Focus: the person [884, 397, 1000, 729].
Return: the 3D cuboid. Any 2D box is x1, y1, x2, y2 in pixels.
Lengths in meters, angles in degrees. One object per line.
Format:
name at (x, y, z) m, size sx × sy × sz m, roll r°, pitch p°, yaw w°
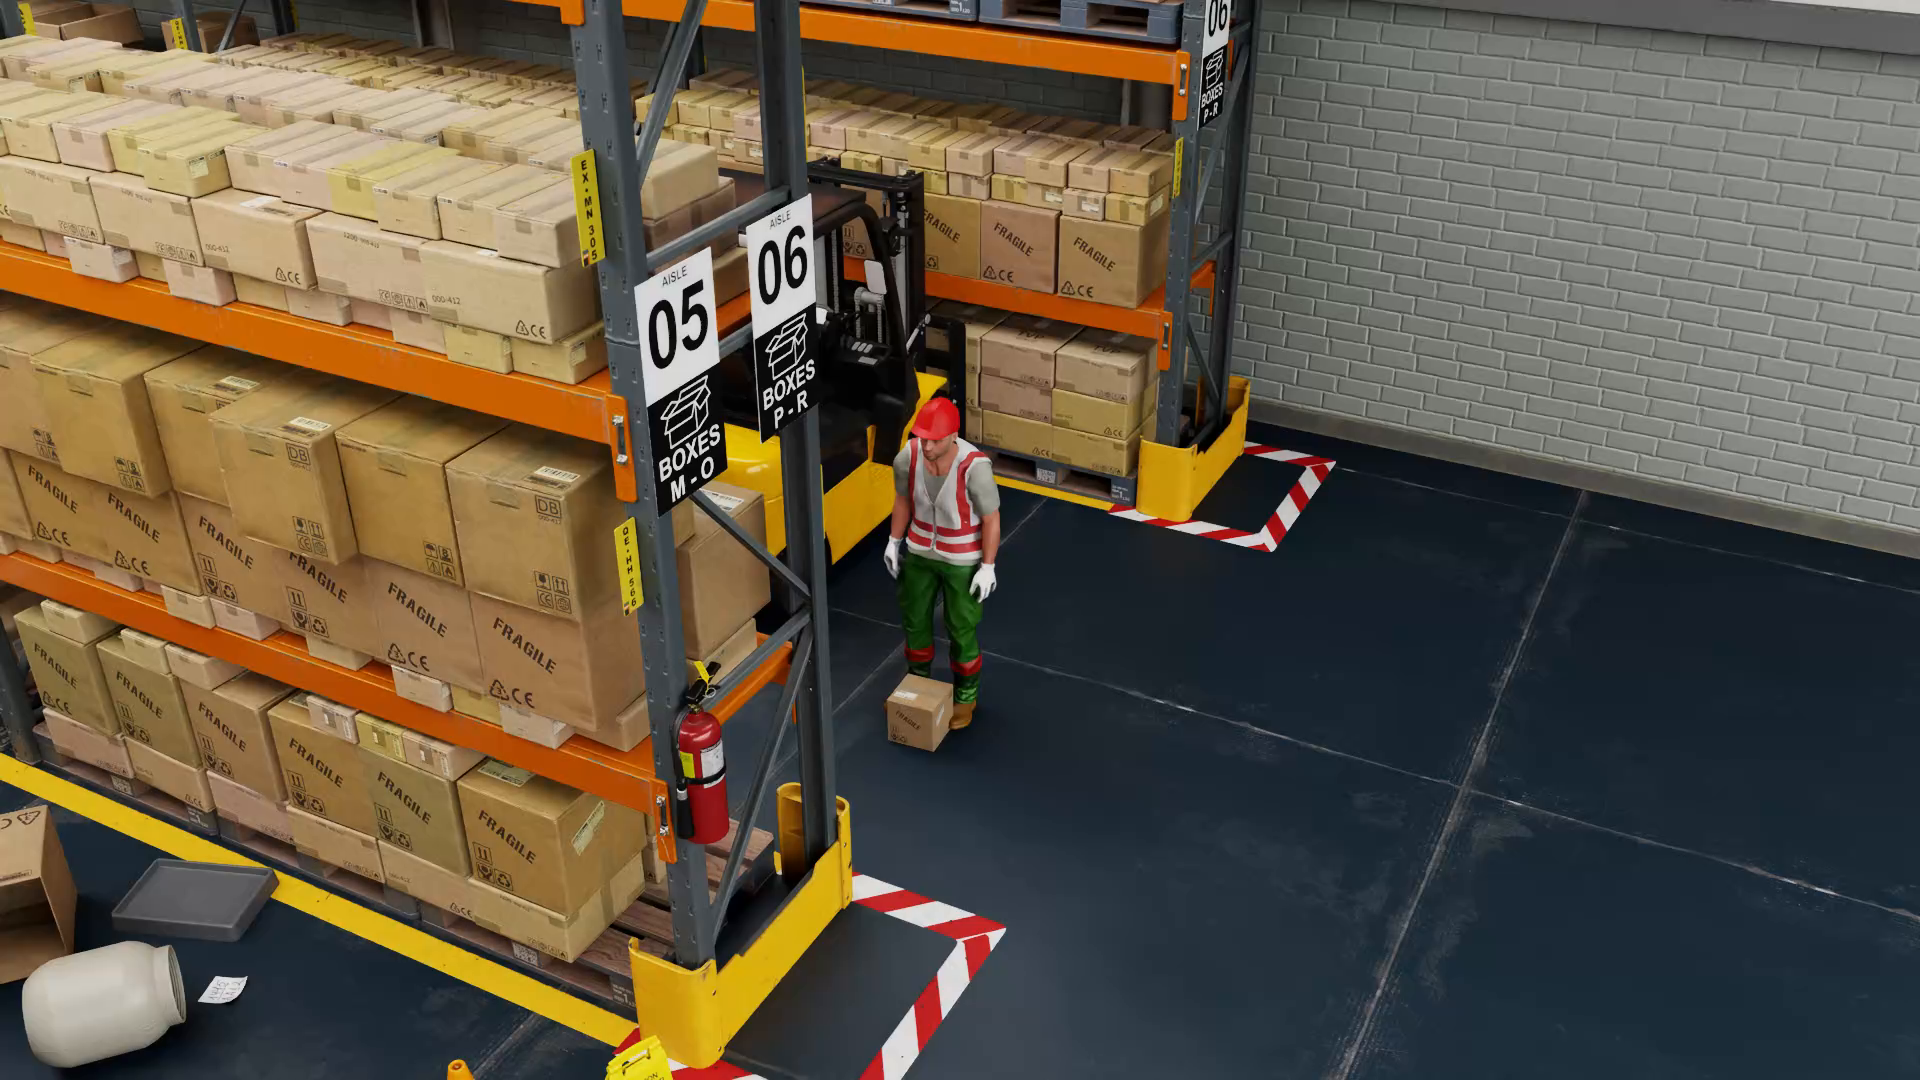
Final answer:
person at (-0.096, 0.096, 8.112) m, size 0.606 × 1.778 × 0.453 m, roll 14°, pitch 33°, yaw 23°
